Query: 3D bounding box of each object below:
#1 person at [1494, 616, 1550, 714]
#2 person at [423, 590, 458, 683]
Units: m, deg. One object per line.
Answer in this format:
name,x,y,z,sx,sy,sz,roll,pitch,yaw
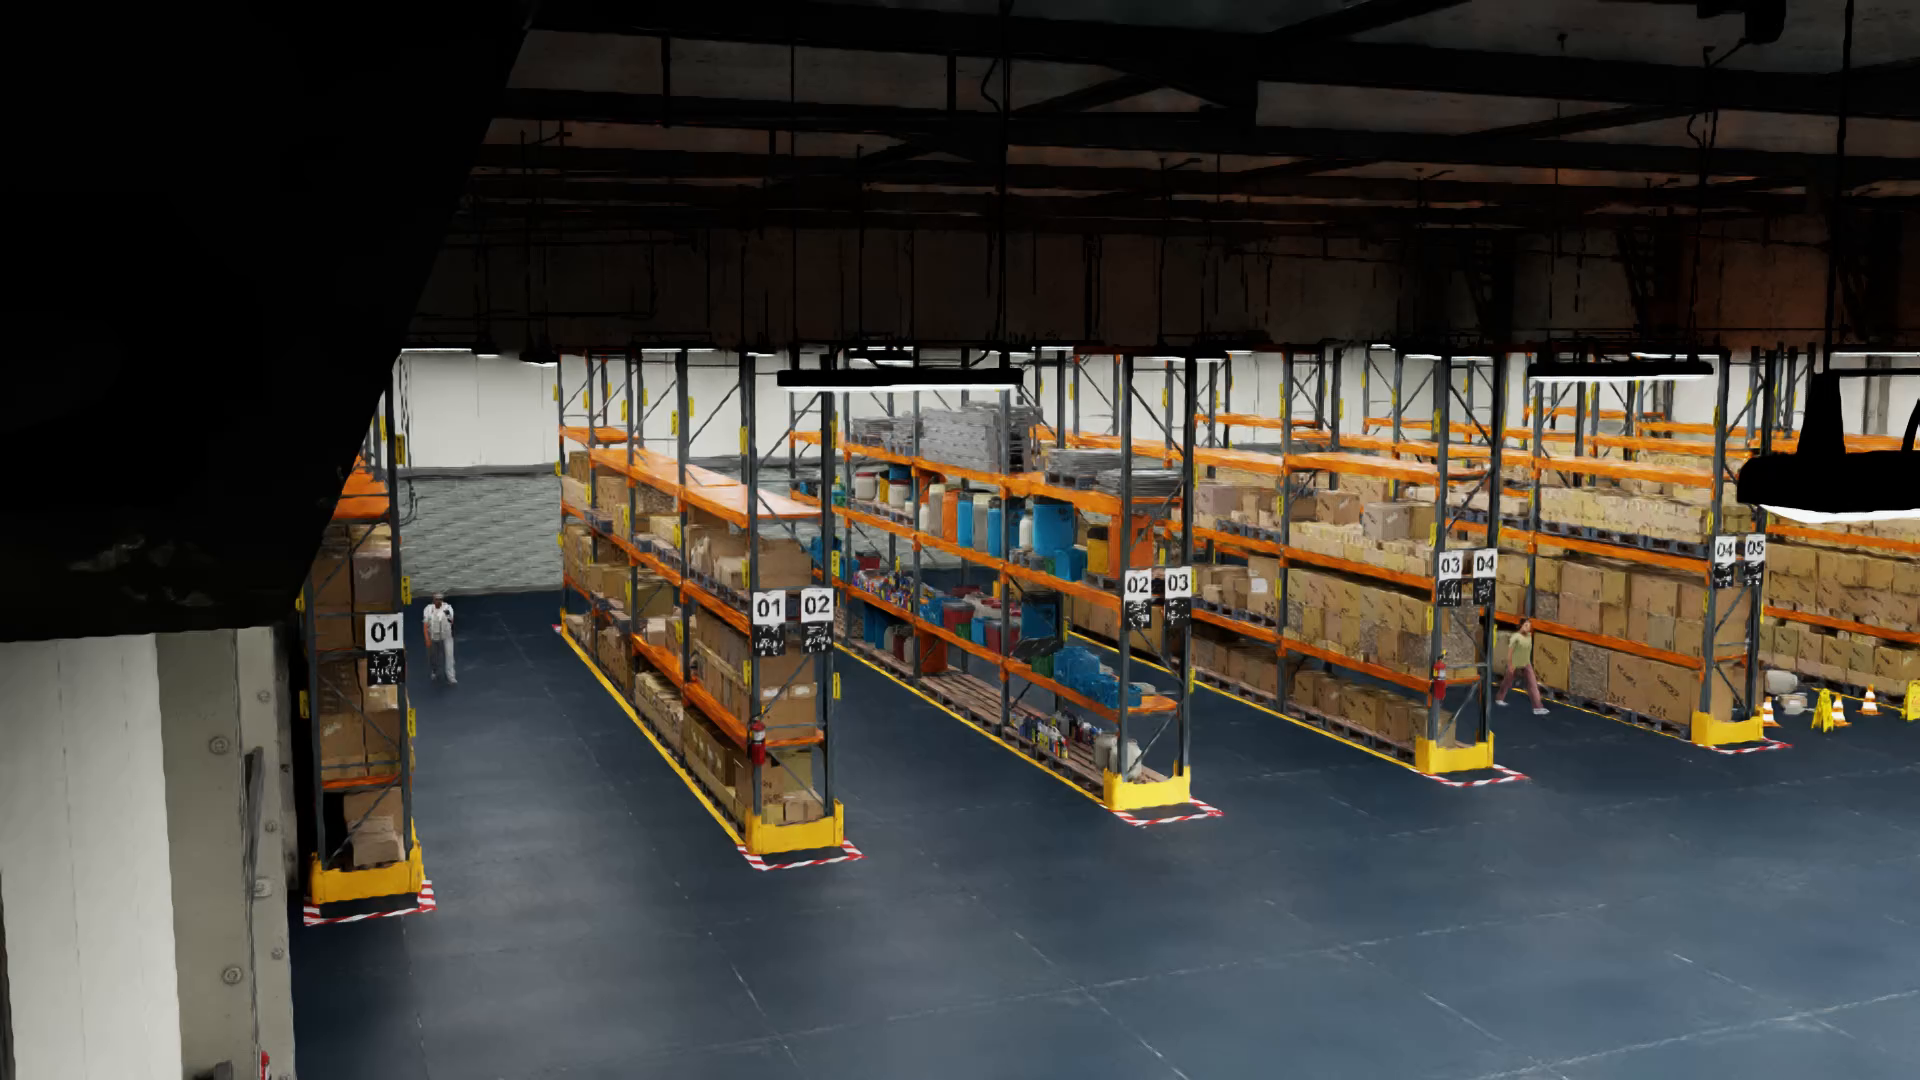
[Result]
person,9.266,2.050,27.496,0.448,1.571,1.110,-3,8,-19
person,-9.318,1.712,29.731,0.533,1.659,1.116,-3,8,-23
